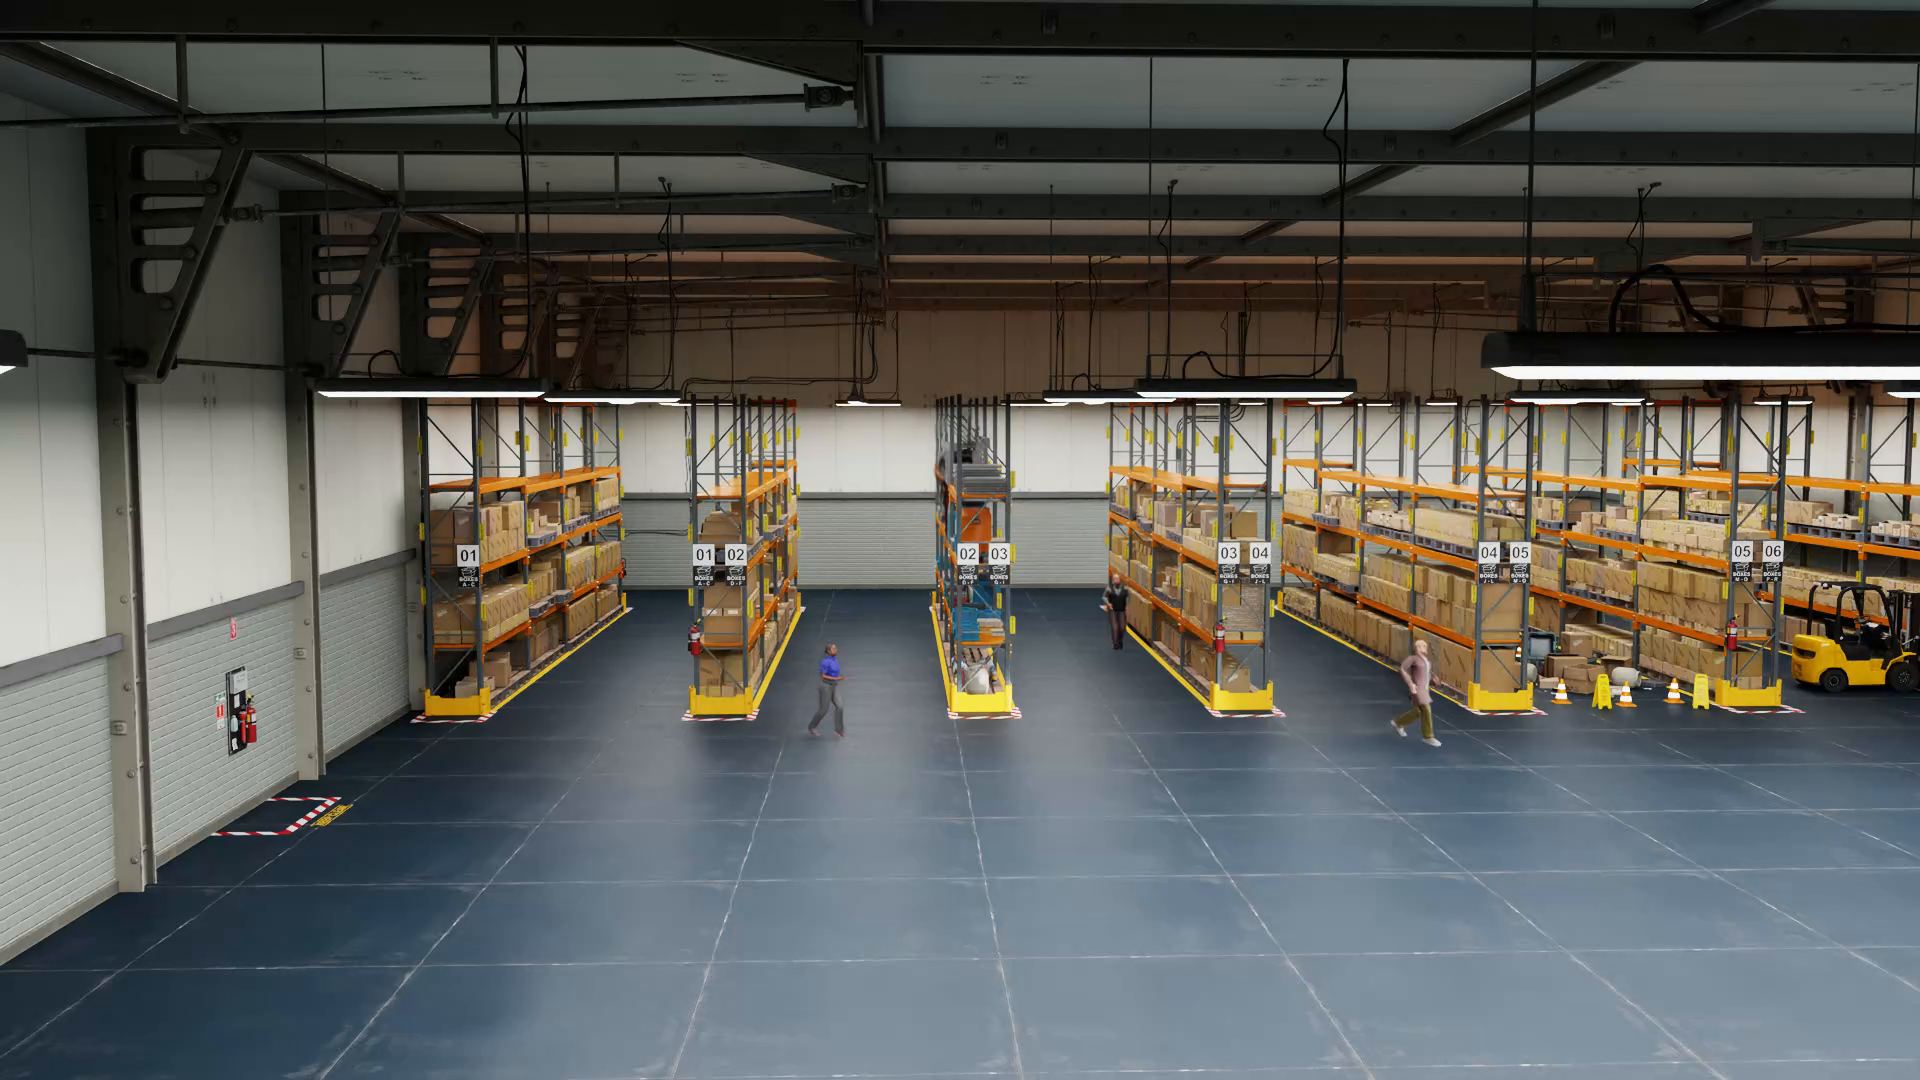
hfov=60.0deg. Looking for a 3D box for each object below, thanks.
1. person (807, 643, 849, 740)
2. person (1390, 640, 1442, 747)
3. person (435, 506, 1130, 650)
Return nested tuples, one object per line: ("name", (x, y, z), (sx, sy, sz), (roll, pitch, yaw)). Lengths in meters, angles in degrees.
("person", (-2.293, 2.633, 28.882), (0.767, 1.721, 0.593), (2, 5, 26))
("person", (7.844, 2.596, 28.538), (0.984, 1.789, 0.678), (4, 6, 38))
("person", (-3.057, 0.913, 34.769), (14.197, 3.615, 5.249), (0, 5, -4))
